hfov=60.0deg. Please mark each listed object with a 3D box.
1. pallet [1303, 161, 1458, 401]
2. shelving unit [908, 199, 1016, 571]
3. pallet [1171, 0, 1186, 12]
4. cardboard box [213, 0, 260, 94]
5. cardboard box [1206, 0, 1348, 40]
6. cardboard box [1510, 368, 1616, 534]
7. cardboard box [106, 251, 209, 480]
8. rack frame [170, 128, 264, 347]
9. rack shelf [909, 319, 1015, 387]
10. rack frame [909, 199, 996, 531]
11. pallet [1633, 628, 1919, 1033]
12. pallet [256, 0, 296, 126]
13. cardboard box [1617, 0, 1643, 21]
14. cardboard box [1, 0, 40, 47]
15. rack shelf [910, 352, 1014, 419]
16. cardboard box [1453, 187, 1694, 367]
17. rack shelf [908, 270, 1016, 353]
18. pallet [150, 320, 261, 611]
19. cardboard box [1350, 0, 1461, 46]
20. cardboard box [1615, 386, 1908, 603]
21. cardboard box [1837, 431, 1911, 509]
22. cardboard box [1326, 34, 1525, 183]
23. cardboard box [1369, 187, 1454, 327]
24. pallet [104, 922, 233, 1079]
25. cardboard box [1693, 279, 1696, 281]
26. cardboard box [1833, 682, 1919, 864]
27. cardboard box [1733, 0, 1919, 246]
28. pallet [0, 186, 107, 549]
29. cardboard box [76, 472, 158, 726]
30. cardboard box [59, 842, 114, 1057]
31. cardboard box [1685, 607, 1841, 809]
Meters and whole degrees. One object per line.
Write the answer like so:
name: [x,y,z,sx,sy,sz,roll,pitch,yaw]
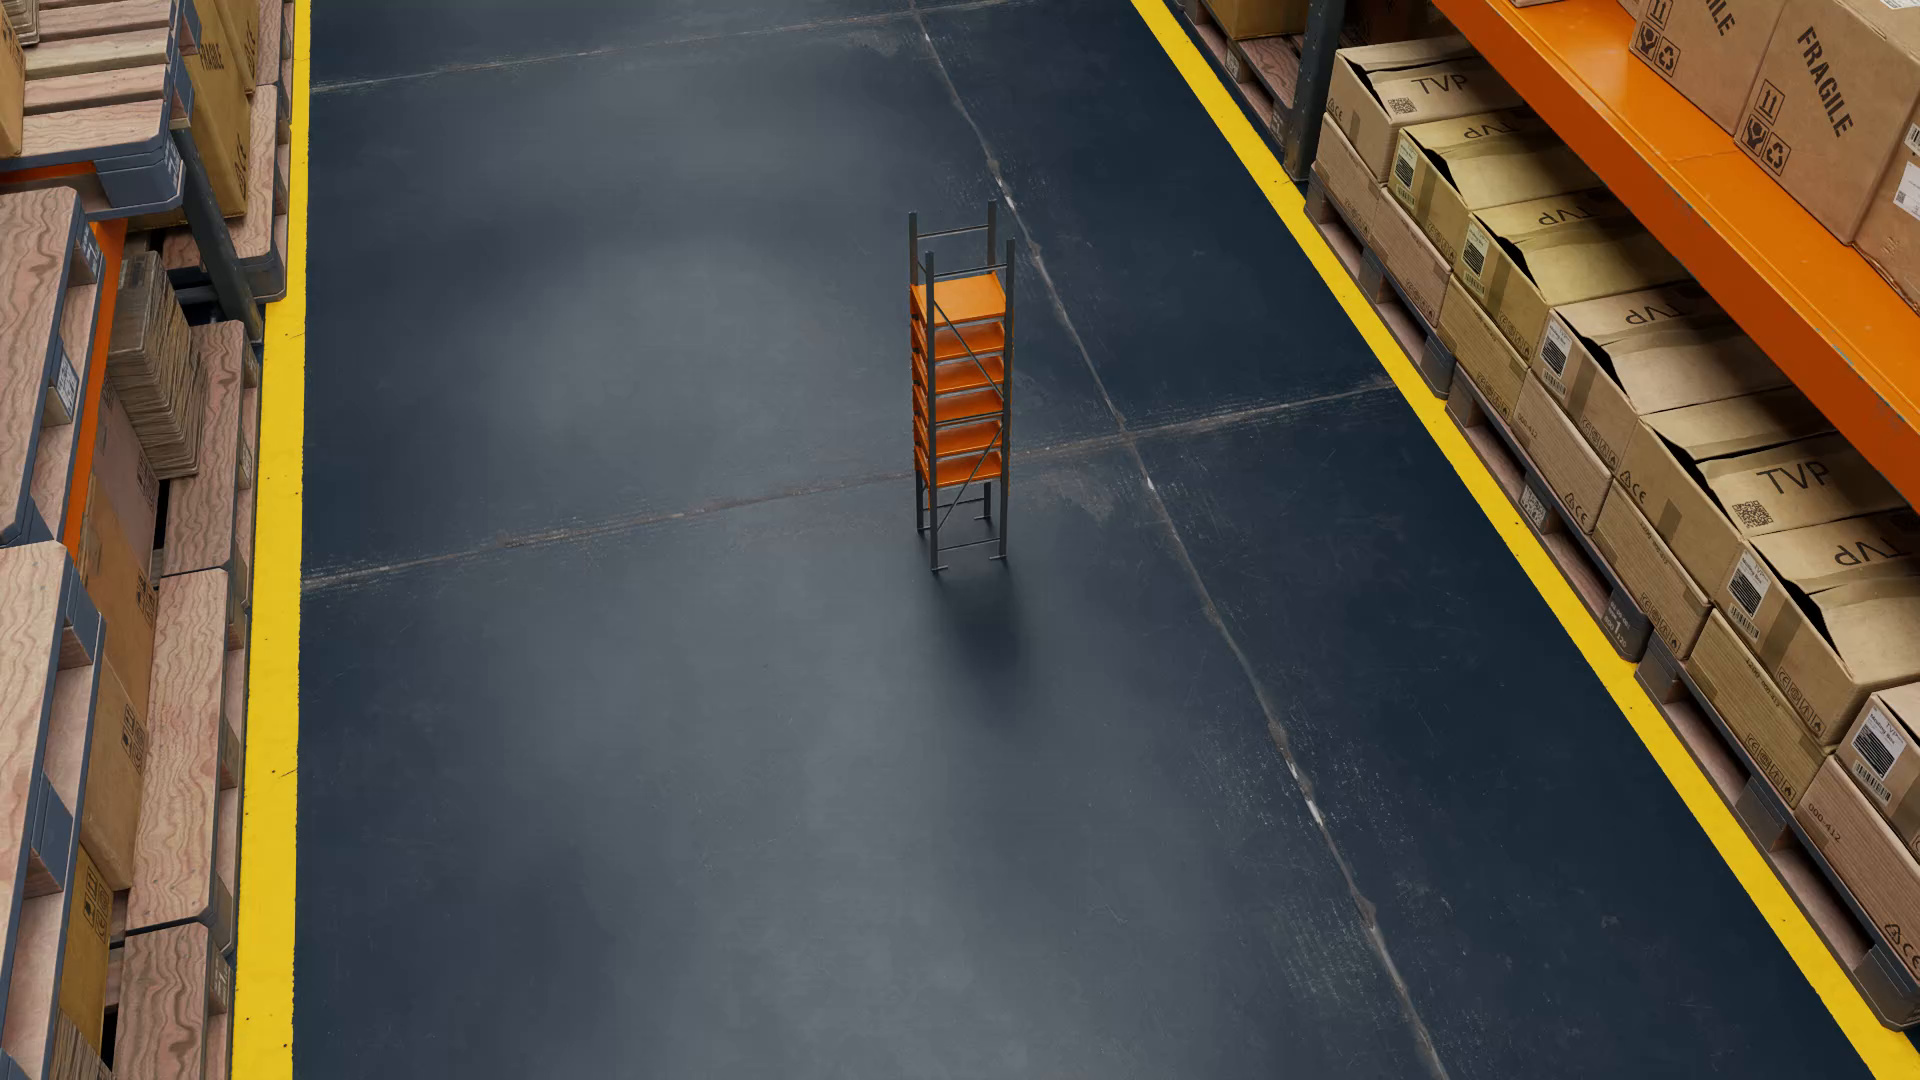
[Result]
pallet: [1.975,-1.053,6.134,1.003,0.211,1.213,-11,47,-10]
shelving unit: [0.004,-0.410,4.812,0.258,1.200,0.189,-11,47,-10]
pallet: [1.339,-2.992,8.034,1.003,0.211,1.213,-11,47,-10]
cardboard box: [-3.265,-2.229,6.545,0.750,0.750,0.750,-11,47,-11]
cardboard box: [1.336,-2.487,7.029,0.500,0.500,0.500,-9,46,-9]
cardboard box: [2.052,-0.315,5.090,0.500,0.250,0.500,-10,46,-10]
cardboard box: [-2.751,-0.488,5.070,0.700,0.500,0.500,-10,46,-10]
rack frame: [-2.986,-1.696,4.812,1.000,3.000,0.127,-11,47,-10]
rack shelf: [0.004,-0.547,4.672,0.258,0.103,0.180,-11,47,-10]
rack frame: [-0.020,-0.473,4.874,0.240,1.200,0.006,-11,47,-10]
pallet: [2.600,0.631,4.483,1.003,0.211,1.213,-11,47,-10]
pallet: [-3.423,-2.119,7.179,1.003,0.211,1.213,-11,47,-10]
cardboard box: [2.183,-1.647,4.939,0.380,0.149,0.250,-8,46,-7]
cardboard box: [-2.856,-1.563,4.303,0.700,0.500,0.500,-16,48,-15]
rack shelf: [0.004,-0.463,4.758,0.258,0.103,0.180,-11,47,-10]
cardboard box: [1.923,-0.857,5.228,0.500,0.311,0.500,-12,47,-11]
rack shelf: [0.004,-0.631,4.586,0.258,0.103,0.180,-11,47,-10]
pallet: [-2.787,-0.181,5.279,1.003,0.211,1.213,-11,47,-10]
cardboard box: [1.962,-2.250,6.797,0.500,0.500,0.500,-9,46,-9]
cardboard box: [2.181,-0.154,4.539,0.500,0.311,0.500,-11,47,-10]
cardboard box: [2.704,-0.258,4.642,0.500,0.311,0.500,-12,47,-12]
cardboard box: [1.652,-1.570,5.927,0.500,0.311,0.500,-9,46,-9]
cardboard box: [1.782,-1.027,5.787,0.500,0.250,0.500,-12,47,-11]
pallet: [-2.162,1.504,3.628,1.003,0.211,1.213,-11,47,-10]
cardboard box: [2.440,-0.962,5.331,0.500,0.311,0.500,-11,47,-11]
cardboard box: [2.445,0.549,3.850,0.500,0.311,0.500,-11,47,-10]
cardboard box: [2.382,-1.121,4.178,0.500,0.500,0.500,-11,47,-10]
pallet: [-2.439,-0.270,3.549,1.003,0.211,1.213,-11,47,-10]
cardboard box: [-2.577,0.227,4.370,0.700,0.500,0.500,-11,47,-11]
cardboard box: [-2.347,0.934,3.677,0.700,0.500,0.500,-12,47,-11]
cardboard box: [2.312,0.390,4.399,0.500,0.250,0.500,-11,47,-11]
